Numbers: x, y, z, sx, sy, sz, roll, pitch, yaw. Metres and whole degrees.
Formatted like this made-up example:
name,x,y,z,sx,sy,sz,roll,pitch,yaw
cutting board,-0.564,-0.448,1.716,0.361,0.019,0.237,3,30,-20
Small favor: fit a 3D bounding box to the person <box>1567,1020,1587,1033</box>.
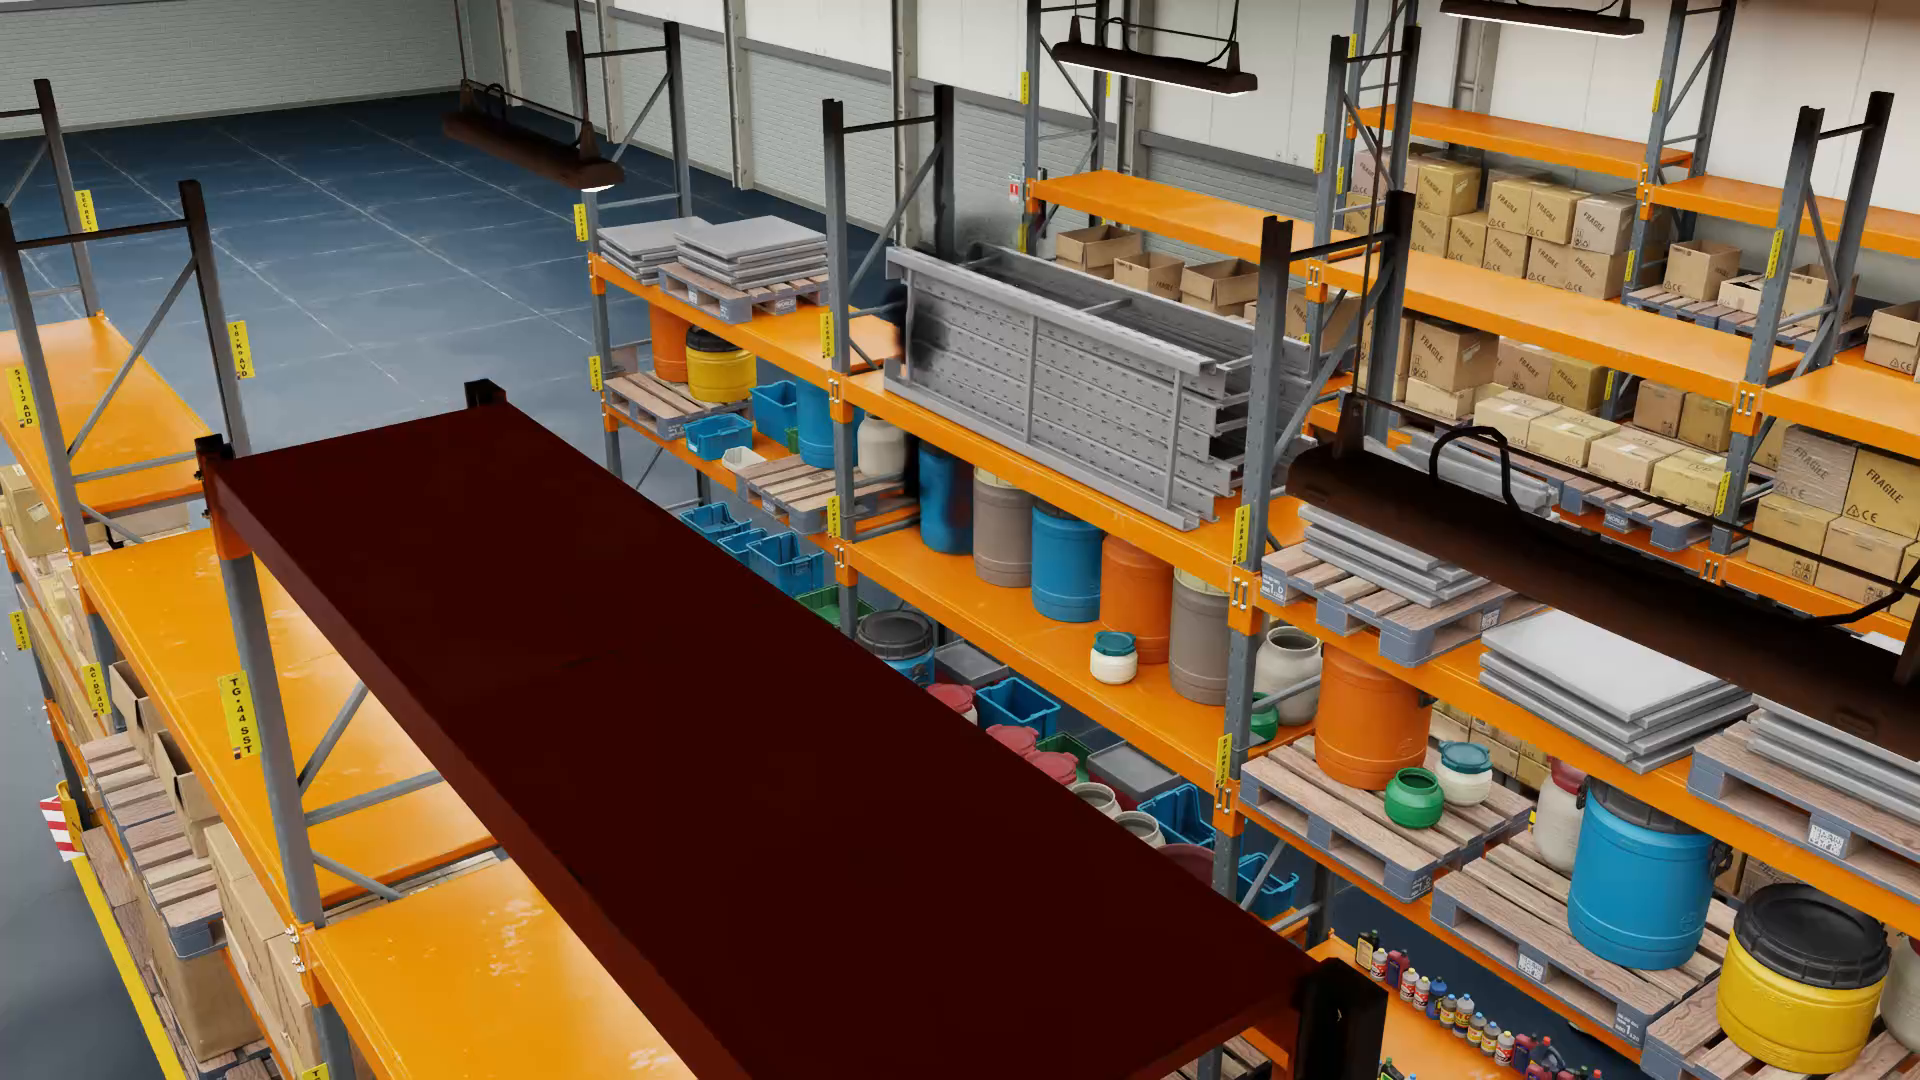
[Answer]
name,x,y,z,sx,sy,sz,roll,pitch,yaw
person,4.551,2.744,11.064,0.820,1.638,0.576,20,31,36
